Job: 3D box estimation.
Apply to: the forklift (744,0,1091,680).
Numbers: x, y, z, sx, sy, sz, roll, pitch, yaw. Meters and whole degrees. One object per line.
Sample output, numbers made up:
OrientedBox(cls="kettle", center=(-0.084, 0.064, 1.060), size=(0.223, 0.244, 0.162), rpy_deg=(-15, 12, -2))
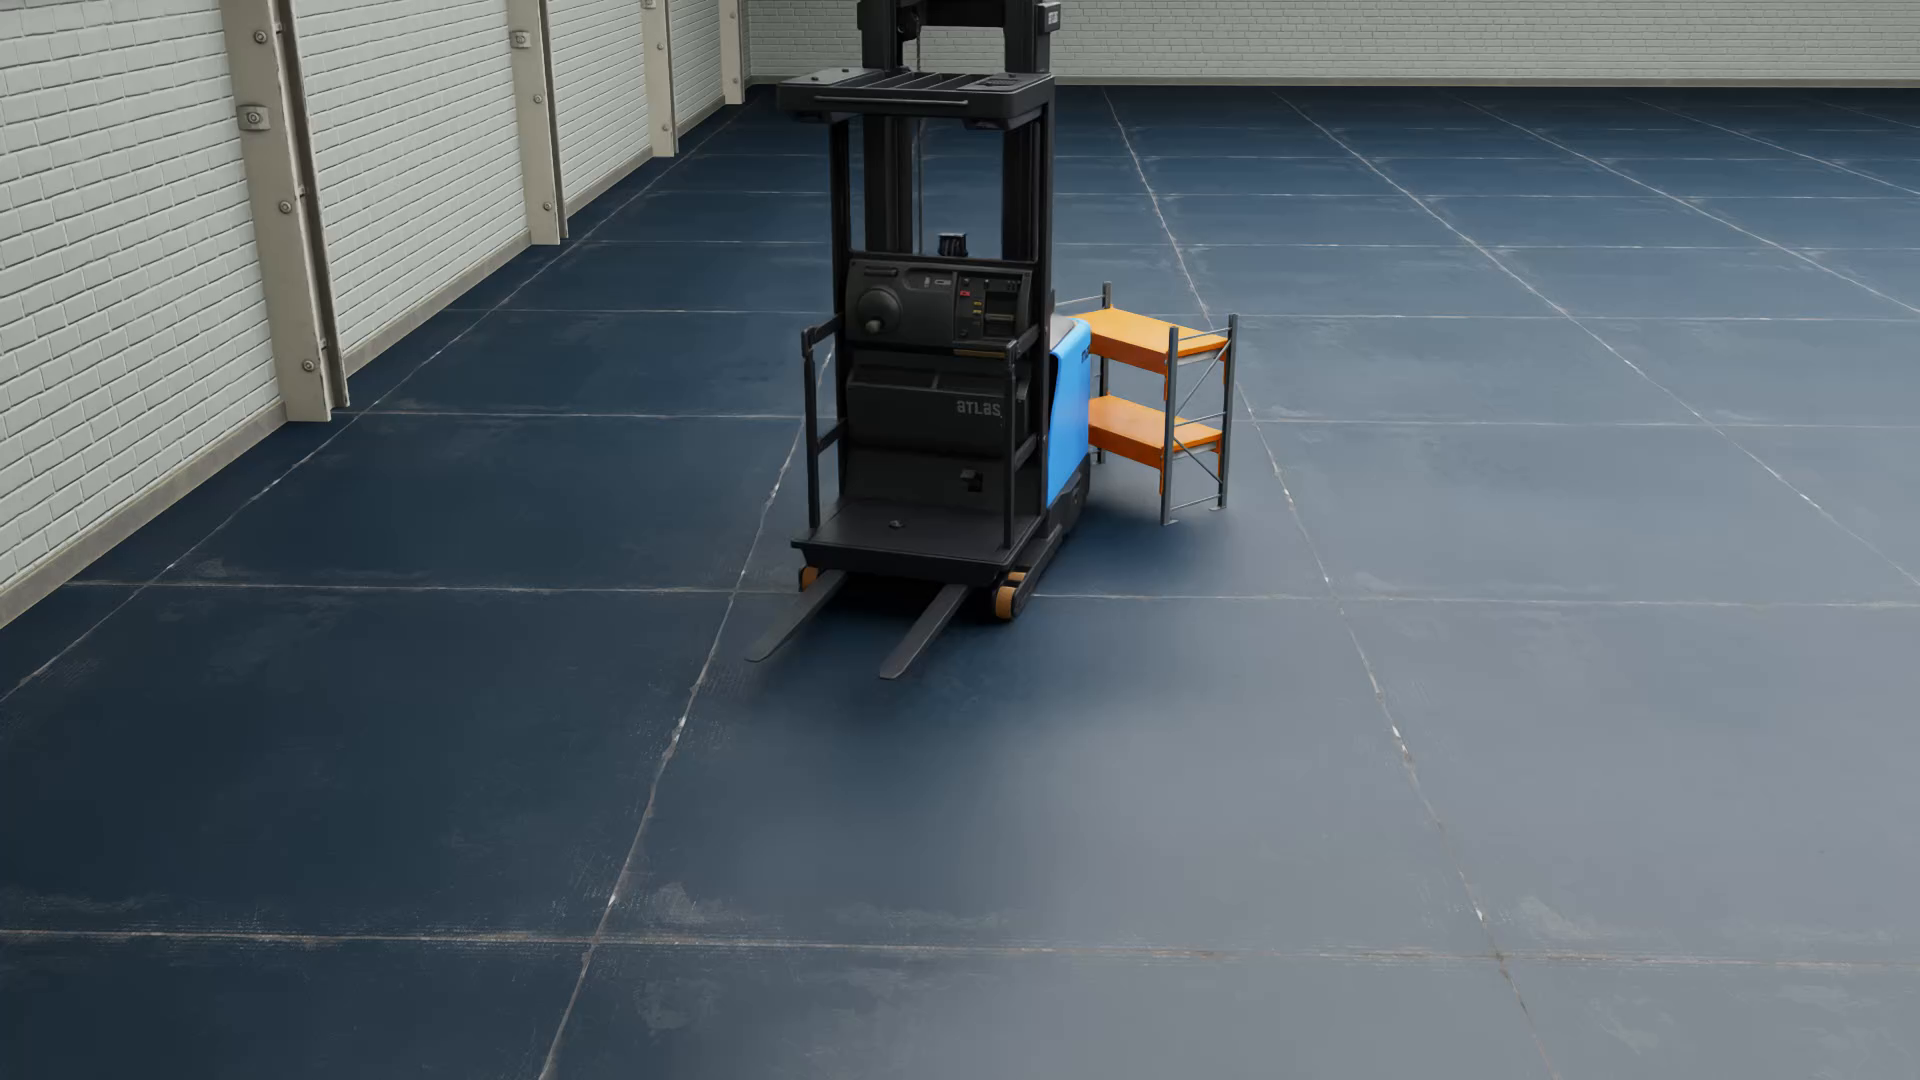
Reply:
OrientedBox(cls="forklift", center=(-0.168, -1.138, 7.911), size=(1.130, 2.935, 3.031), rpy_deg=(6, 22, 15))

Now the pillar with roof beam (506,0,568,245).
OrientedBox(cls="pillar with roof beam", center=(0.135, -7.179, 15.090), size=(9.100, 9.000, 0.400), rpy_deg=(1, 21, 2))

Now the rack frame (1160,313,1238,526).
OrientedBox(cls="rack frame", center=(1.319, -0.660, 9.176), size=(0.500, 1.125, 0.032), rpy_deg=(-16, 26, -35))

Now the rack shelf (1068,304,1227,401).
OrientedBox(cls="rack shelf", center=(1.005, -1.078, 9.444), size=(0.538, 0.278, 1.000), rpy_deg=(-16, 26, -35))

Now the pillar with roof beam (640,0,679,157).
OrientedBox(cls="pillar with roof beam", center=(0.317, -9.348, 20.682), size=(9.100, 9.000, 0.400), rpy_deg=(1, 21, 2))

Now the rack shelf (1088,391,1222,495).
OrientedBox(cls="rack shelf", center=(1.005, -0.577, 9.638), size=(0.538, 0.278, 1.000), rpy_deg=(-16, 26, -35))

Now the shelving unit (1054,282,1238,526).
OrientedBox(cls="shelving unit", center=(1.005, -0.805, 9.549), size=(0.538, 1.125, 1.048), rpy_deg=(-16, 26, -35))

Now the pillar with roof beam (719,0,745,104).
OrientedBox(cls="pillar with roof beam", center=(0.500, -11.518, 26.273), size=(9.100, 9.000, 0.400), rpy_deg=(1, 21, 2))

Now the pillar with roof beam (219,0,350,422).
OrientedBox(cls="pillar with roof beam", center=(-0.048, -5.009, 9.499), size=(9.100, 9.000, 0.400), rpy_deg=(1, 21, 2))

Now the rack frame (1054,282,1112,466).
OrientedBox(cls="rack frame", center=(0.692, -0.950, 9.923), size=(0.500, 1.125, 0.032), rpy_deg=(-16, 26, -35))
